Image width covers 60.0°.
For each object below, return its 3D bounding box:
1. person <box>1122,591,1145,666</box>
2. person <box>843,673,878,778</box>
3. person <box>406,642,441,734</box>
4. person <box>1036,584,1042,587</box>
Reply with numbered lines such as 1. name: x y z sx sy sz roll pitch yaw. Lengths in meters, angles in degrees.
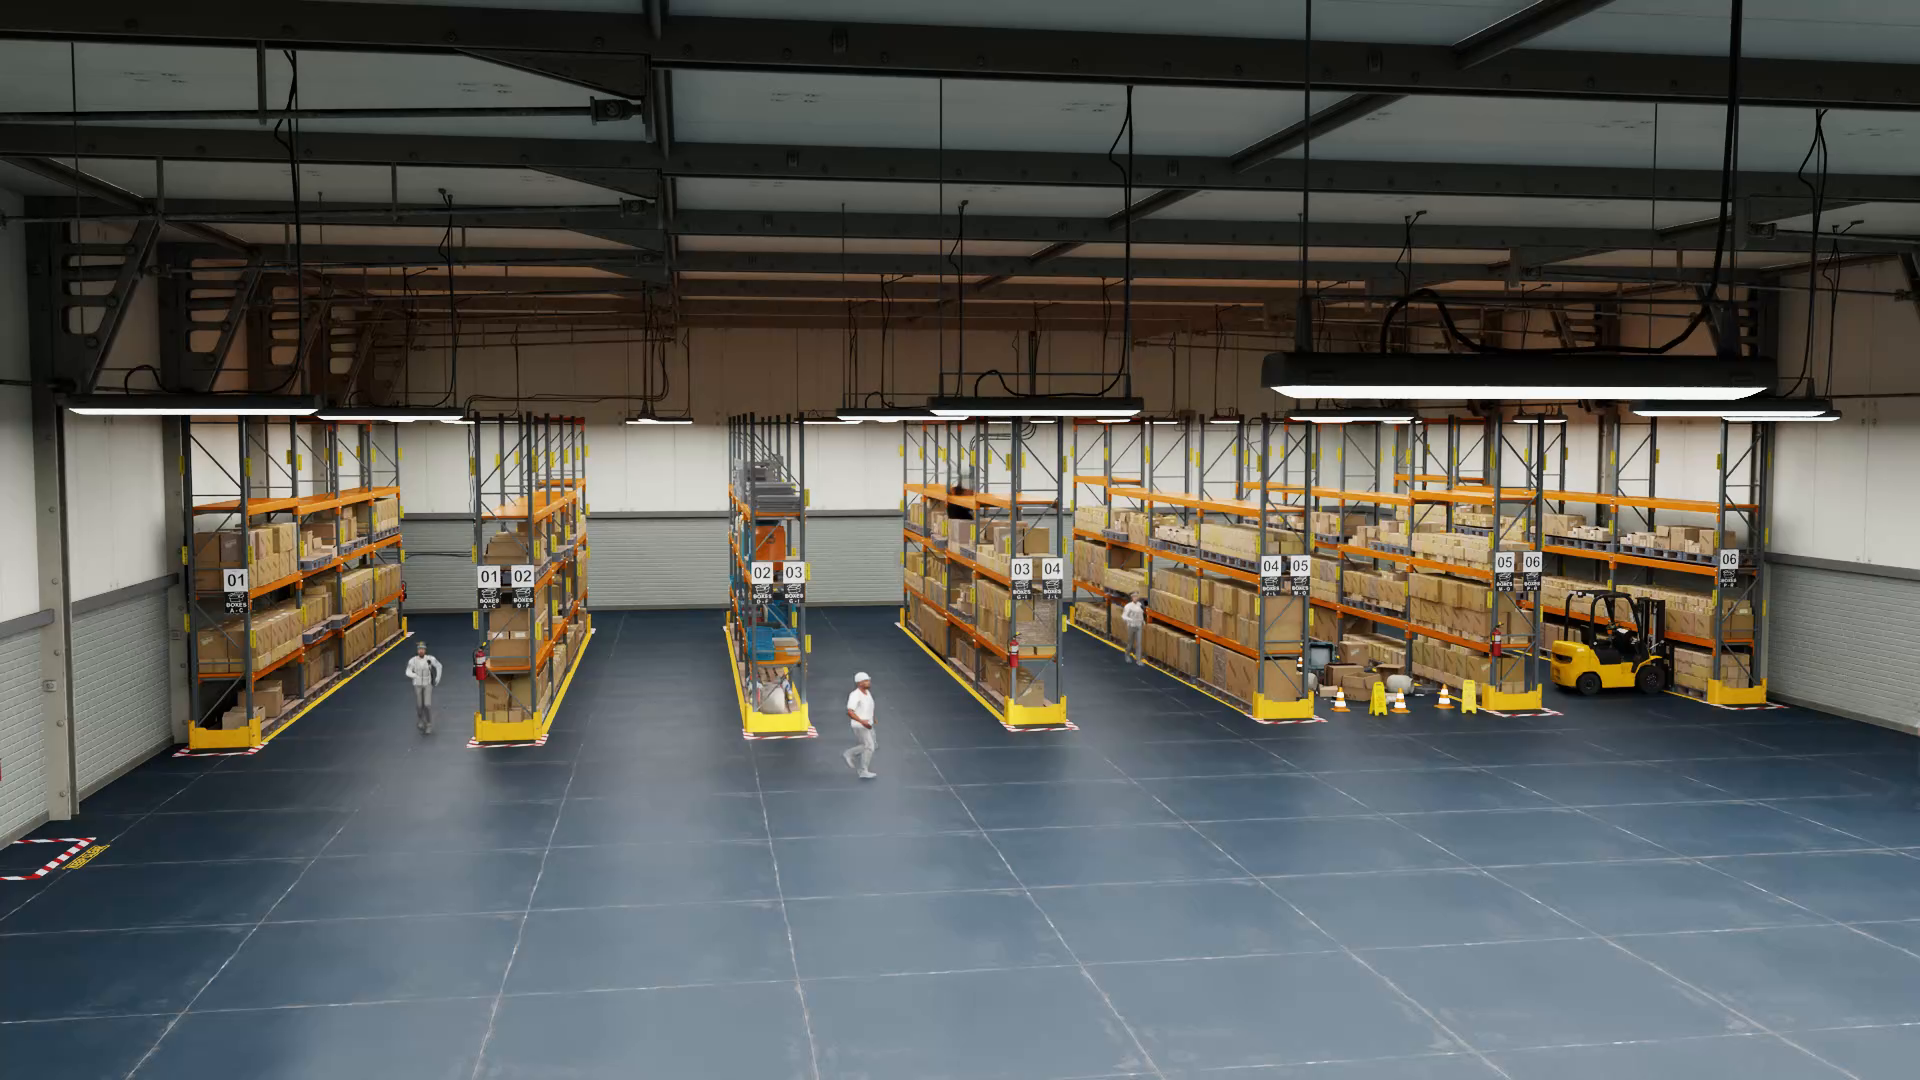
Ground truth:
1. person: 4.000 1.995 37.972 0.616 1.698 0.823 -1 4 -17
2. person: -1.649 3.015 27.157 0.622 1.723 0.749 1 4 18
3. person: -10.066 2.772 31.207 0.623 1.761 0.719 -1 4 -13
4. person: 2.054 1.645 48.674 0.771 1.556 0.701 1 4 19
